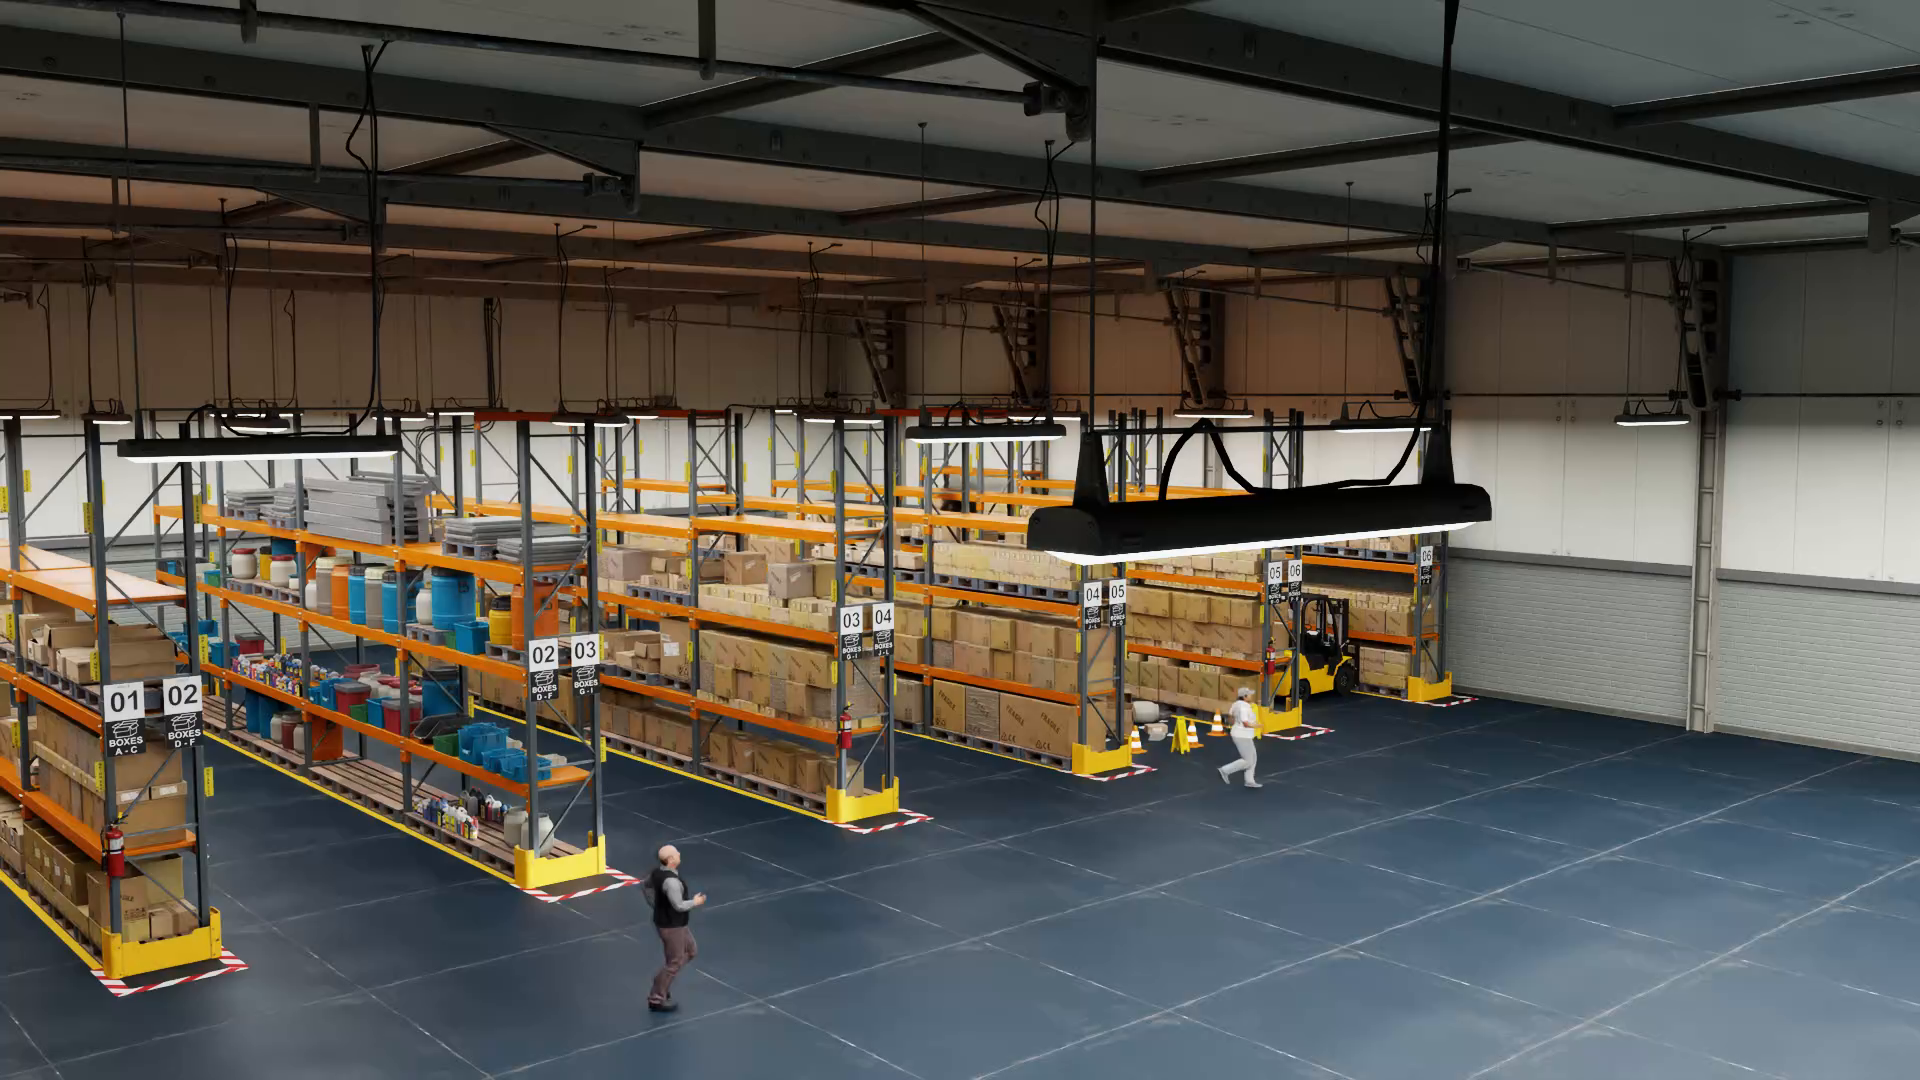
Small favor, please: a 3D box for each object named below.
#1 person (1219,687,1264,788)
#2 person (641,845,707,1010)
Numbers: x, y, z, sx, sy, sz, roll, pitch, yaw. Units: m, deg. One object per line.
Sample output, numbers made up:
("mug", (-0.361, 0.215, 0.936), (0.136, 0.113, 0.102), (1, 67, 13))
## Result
("person", (4.501, 3.170, 26.667), (0.747, 1.637, 0.619), (0, 5, -5))
("person", (-2.934, 3.970, 17.167), (0.636, 1.702, 0.662), (-2, 5, -21))
